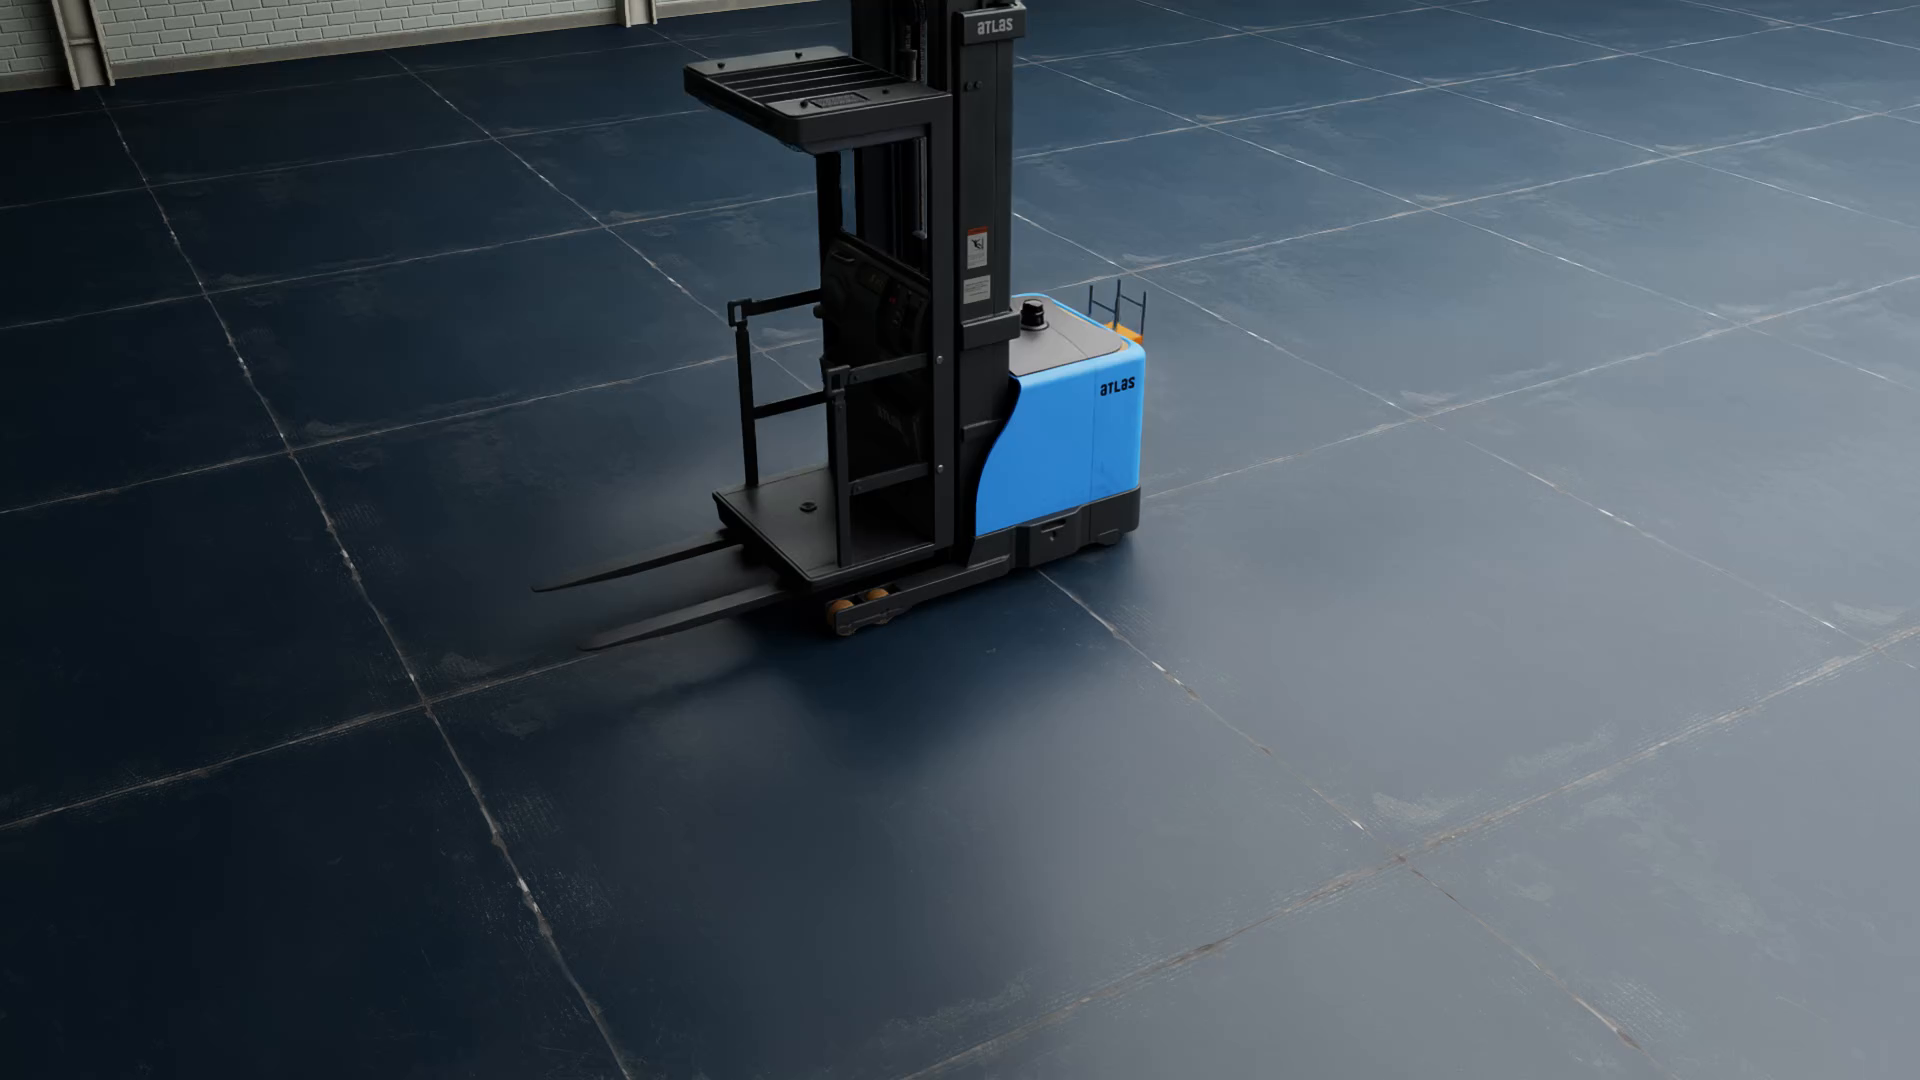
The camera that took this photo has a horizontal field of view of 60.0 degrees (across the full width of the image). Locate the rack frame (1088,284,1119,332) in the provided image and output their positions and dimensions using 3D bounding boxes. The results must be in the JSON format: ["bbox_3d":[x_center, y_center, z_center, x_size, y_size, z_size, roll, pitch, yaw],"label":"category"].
[{"bbox_3d":[0.731,-0.755,8.866,0.006,1.200,0.240,-16,33,-29],"label":"rack frame"}]

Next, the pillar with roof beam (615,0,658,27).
[{"bbox_3d":[-1.706,-8.376,14.614,0.400,9.000,9.100,-16,33,-26],"label":"pillar with roof beam"}]

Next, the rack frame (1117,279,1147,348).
[{"bbox_3d":[0.885,-0.798,8.955,0.006,1.200,0.240,-16,33,-29],"label":"rack frame"}]

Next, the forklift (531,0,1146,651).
[{"bbox_3d":[-0.578,-1.120,7.747,3.031,2.935,1.130,-17,33,-28],"label":"forklift"}]

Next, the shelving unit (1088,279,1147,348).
[{"bbox_3d":[0.808,-0.777,8.911,0.189,1.200,0.258,-16,33,-29],"label":"shelving unit"}]

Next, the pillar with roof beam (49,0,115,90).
[{"bbox_3d":[-6.879,-6.907,11.952,0.400,9.000,9.100,-16,33,-26],"label":"pillar with roof beam"}]

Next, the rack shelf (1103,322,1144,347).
[{"bbox_3d":[0.815,-1.055,8.762,0.180,0.103,0.258,-16,33,-29],"label":"rack shelf"}]
